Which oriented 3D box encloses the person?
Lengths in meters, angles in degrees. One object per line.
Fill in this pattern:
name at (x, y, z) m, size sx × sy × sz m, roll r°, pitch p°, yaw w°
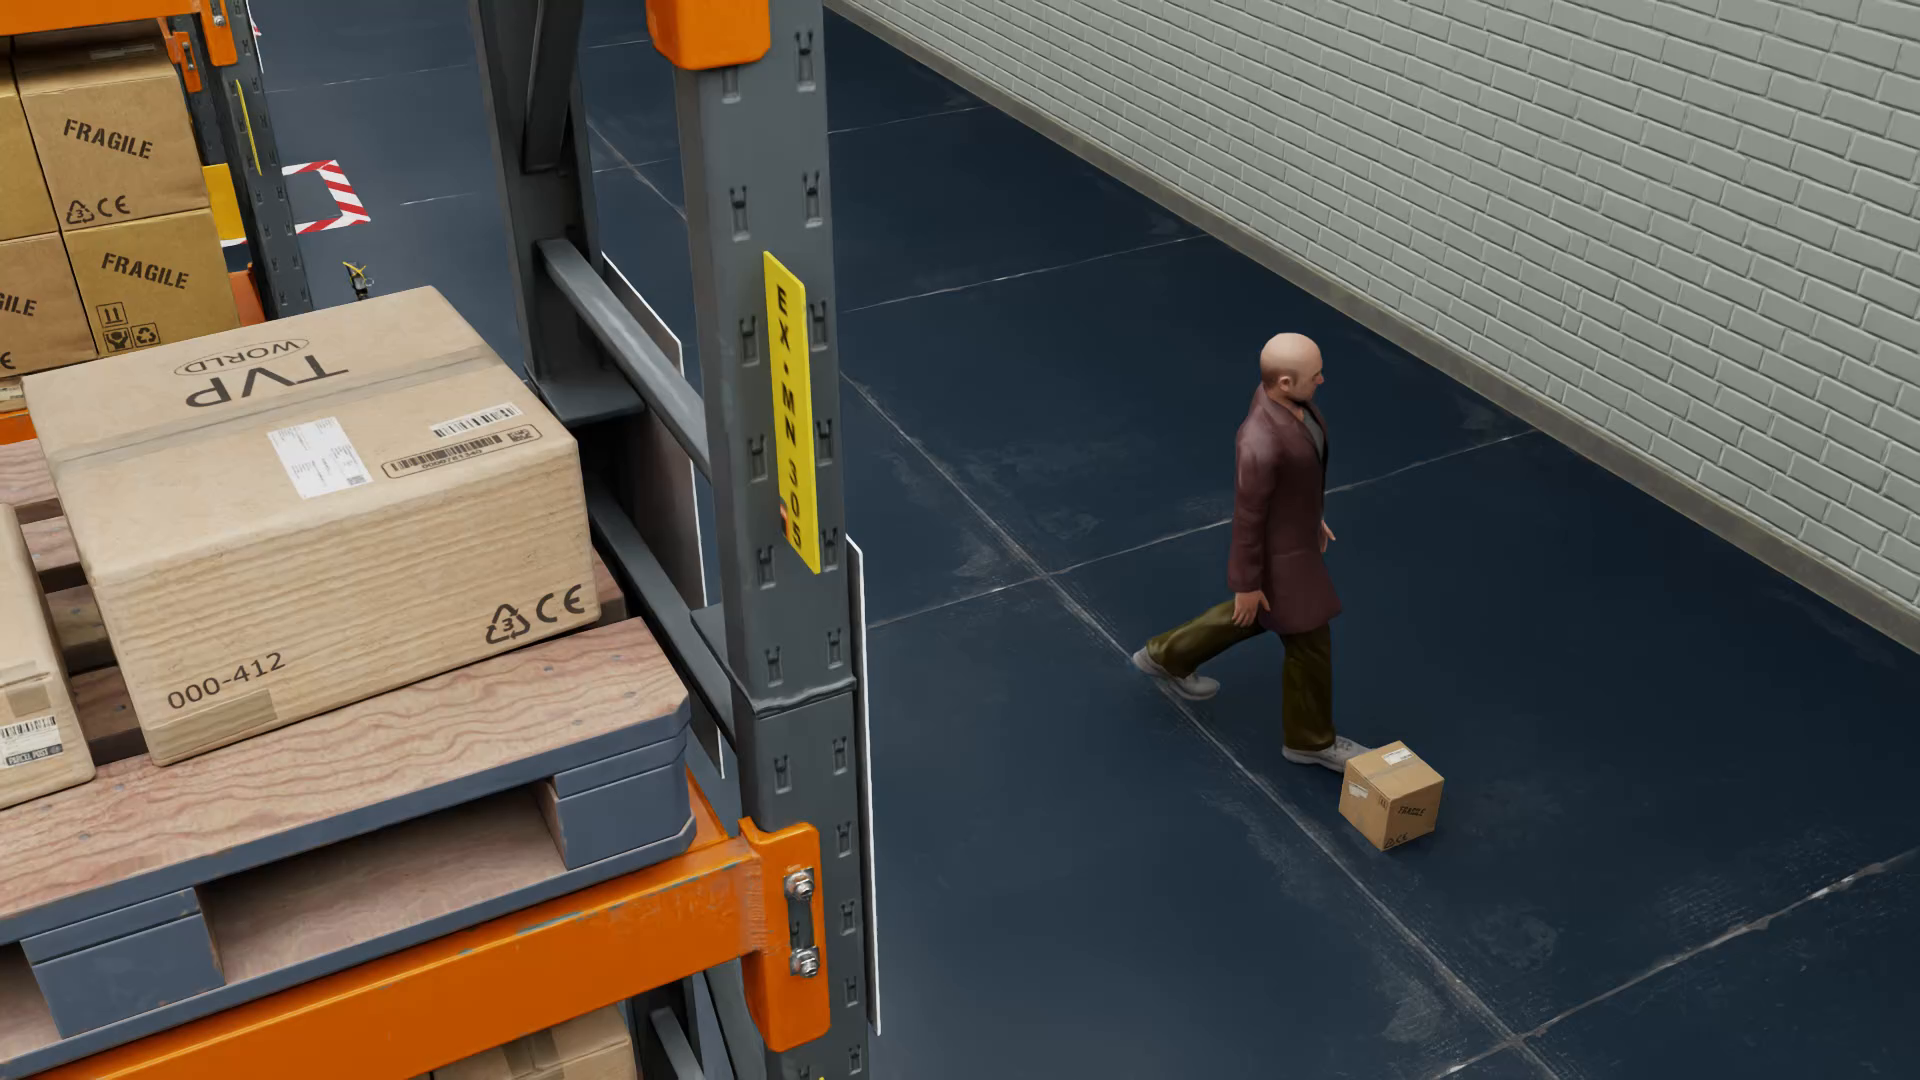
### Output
person at (1.149, 0.071, 6.145) m, size 0.998 × 1.645 × 0.619 m, roll 8°, pitch 34°, yaw 13°
